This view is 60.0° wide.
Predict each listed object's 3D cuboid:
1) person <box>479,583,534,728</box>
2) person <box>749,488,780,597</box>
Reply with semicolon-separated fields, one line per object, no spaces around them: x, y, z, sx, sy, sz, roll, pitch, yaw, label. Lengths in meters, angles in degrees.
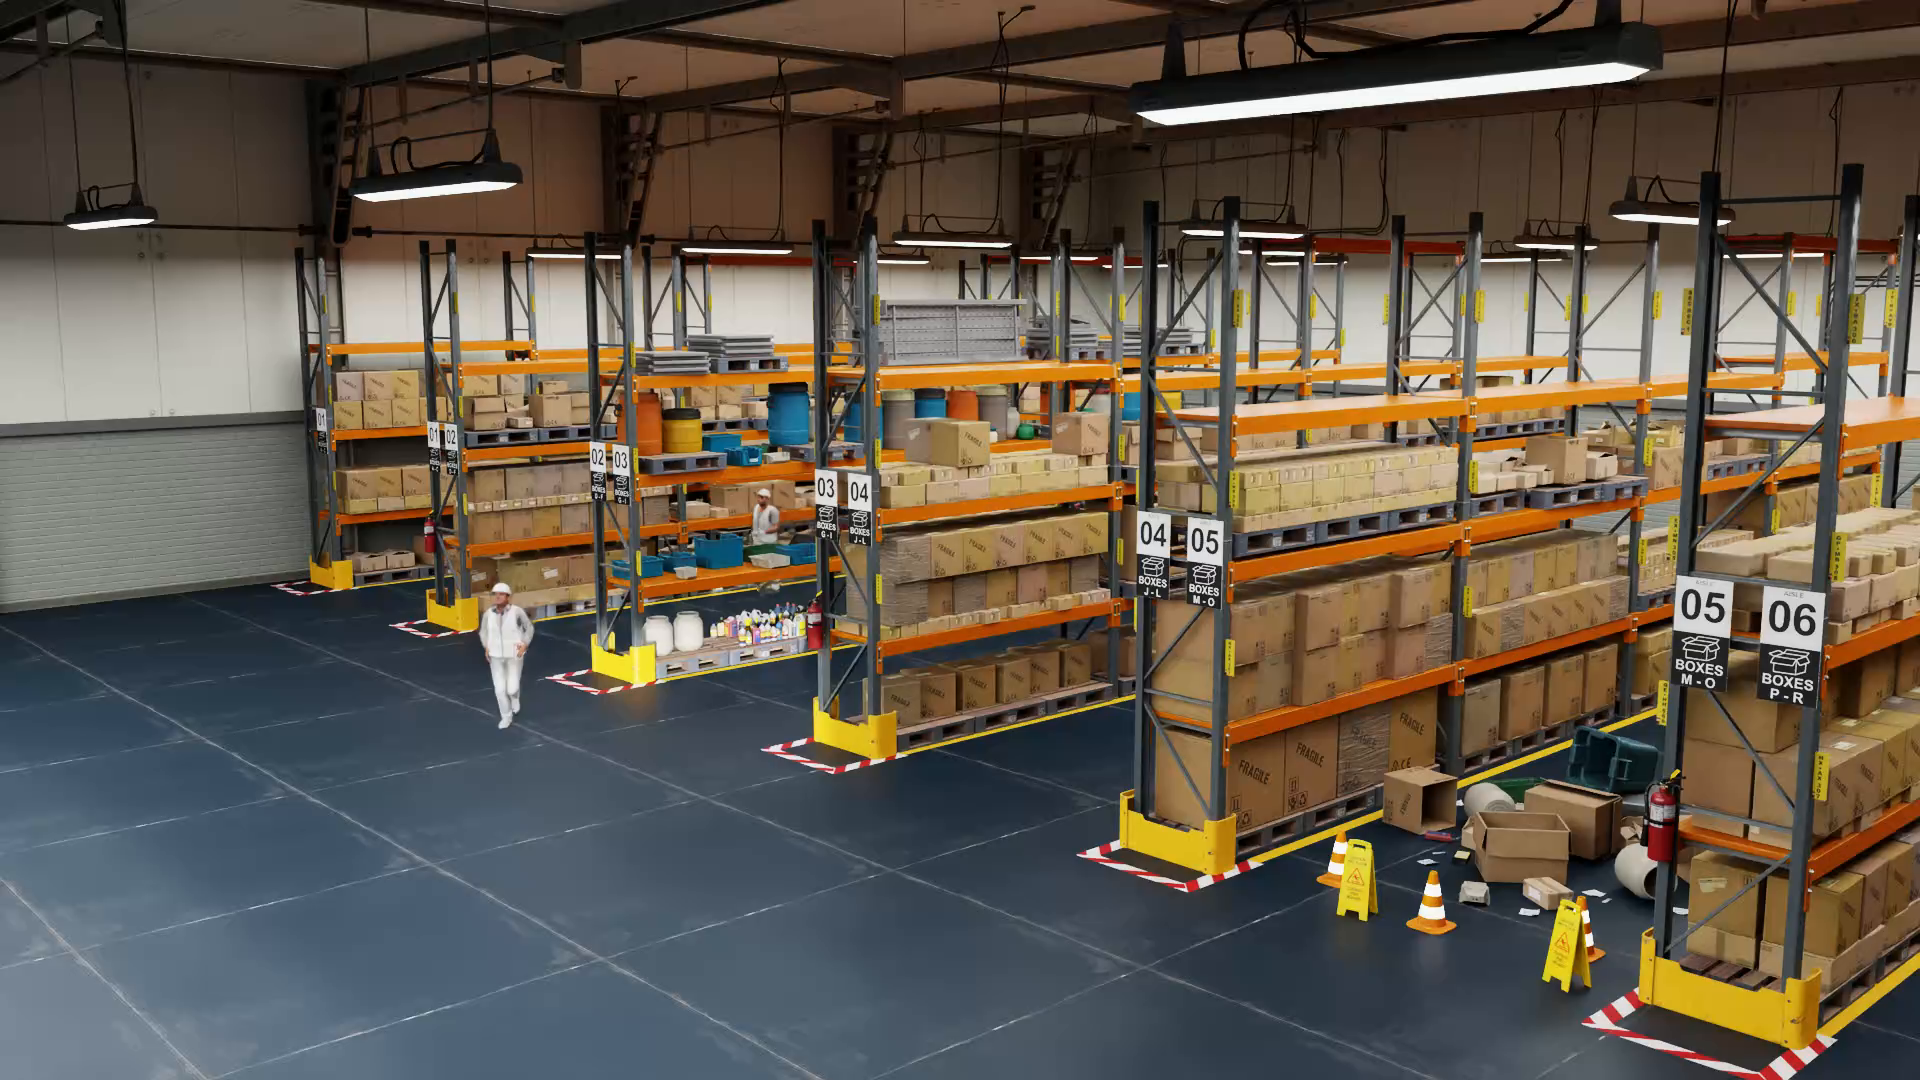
-5.490;1.376;20.132;0.661;1.740;0.545;0;8;-3;person
-3.206;0.054;26.993;0.654;1.791;0.737;5;10;29;person
